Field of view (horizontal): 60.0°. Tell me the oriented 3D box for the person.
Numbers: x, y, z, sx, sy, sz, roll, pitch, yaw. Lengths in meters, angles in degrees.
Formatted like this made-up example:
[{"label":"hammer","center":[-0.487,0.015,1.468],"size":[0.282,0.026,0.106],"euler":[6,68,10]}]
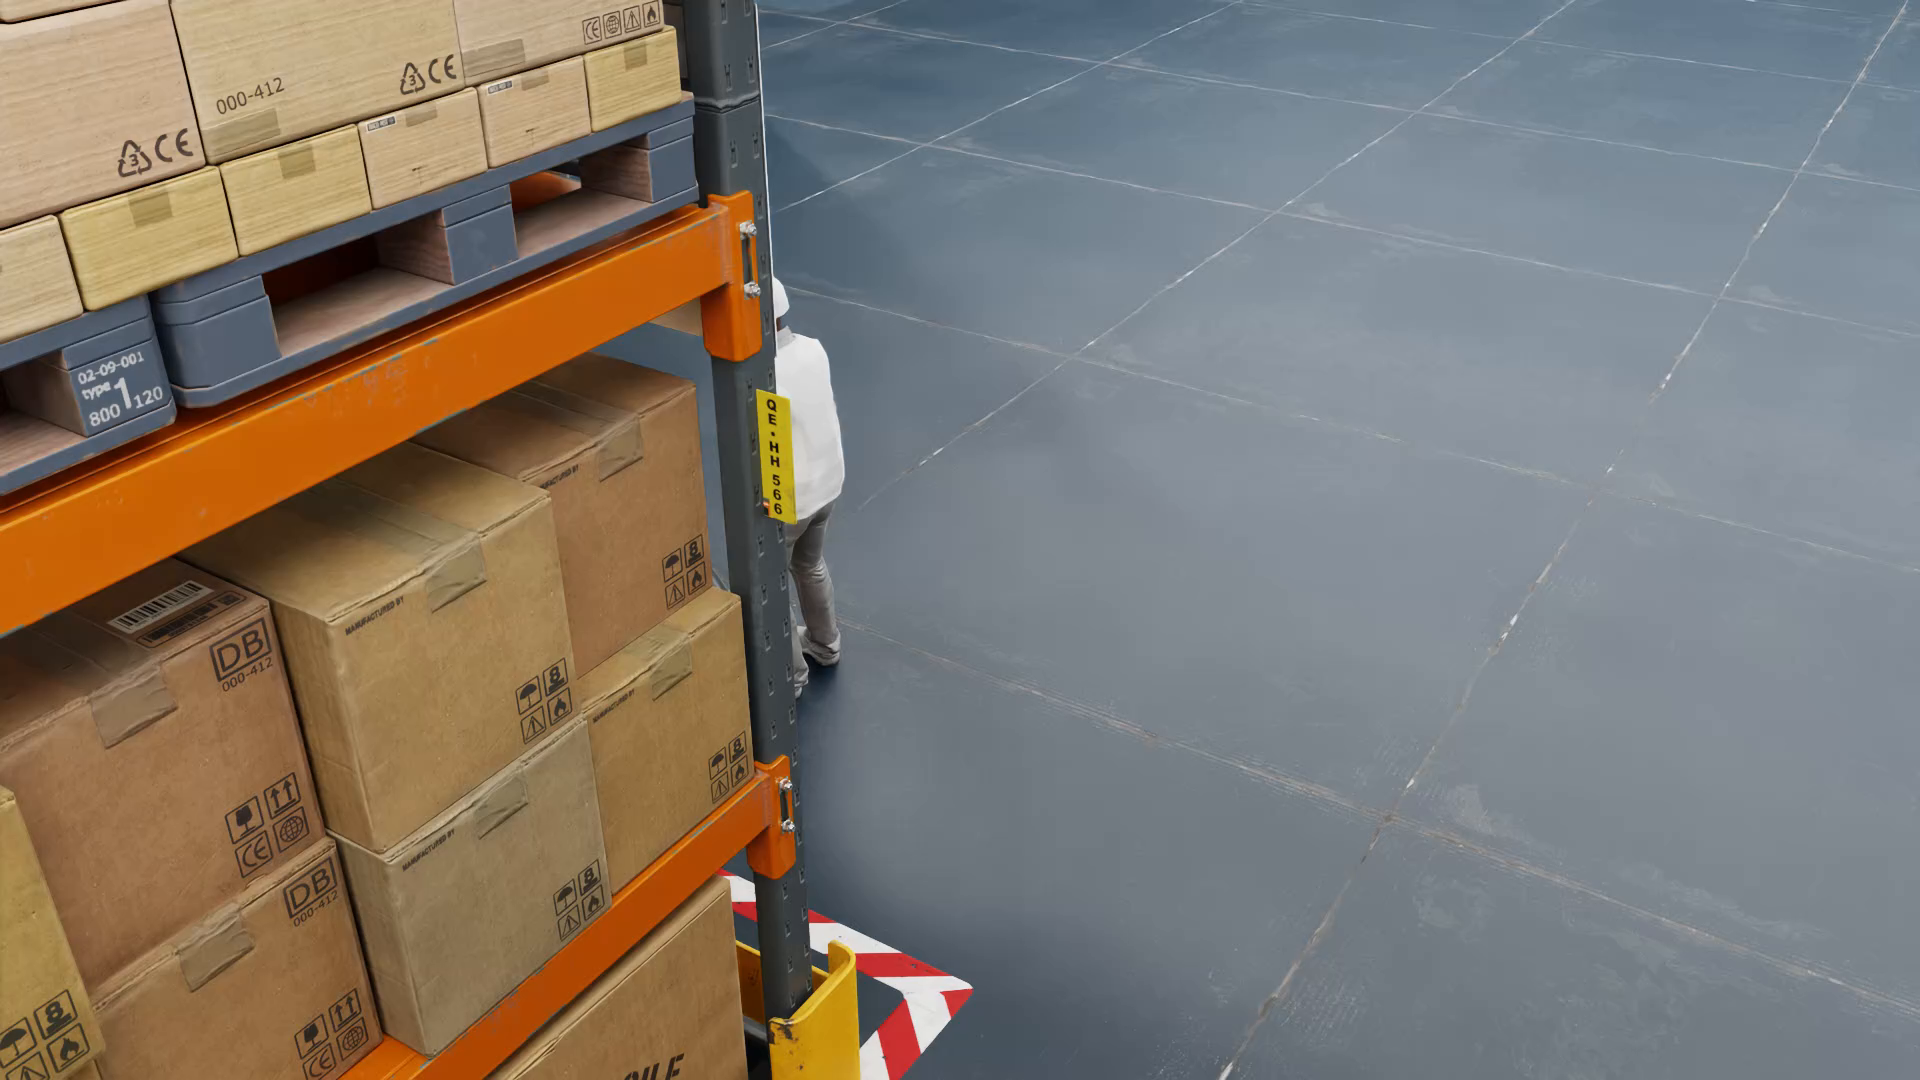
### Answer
[{"label":"person","center":[-0.690,-0.202,6.450],"size":[0.461,1.771,0.581],"euler":[18,35,28]}]
